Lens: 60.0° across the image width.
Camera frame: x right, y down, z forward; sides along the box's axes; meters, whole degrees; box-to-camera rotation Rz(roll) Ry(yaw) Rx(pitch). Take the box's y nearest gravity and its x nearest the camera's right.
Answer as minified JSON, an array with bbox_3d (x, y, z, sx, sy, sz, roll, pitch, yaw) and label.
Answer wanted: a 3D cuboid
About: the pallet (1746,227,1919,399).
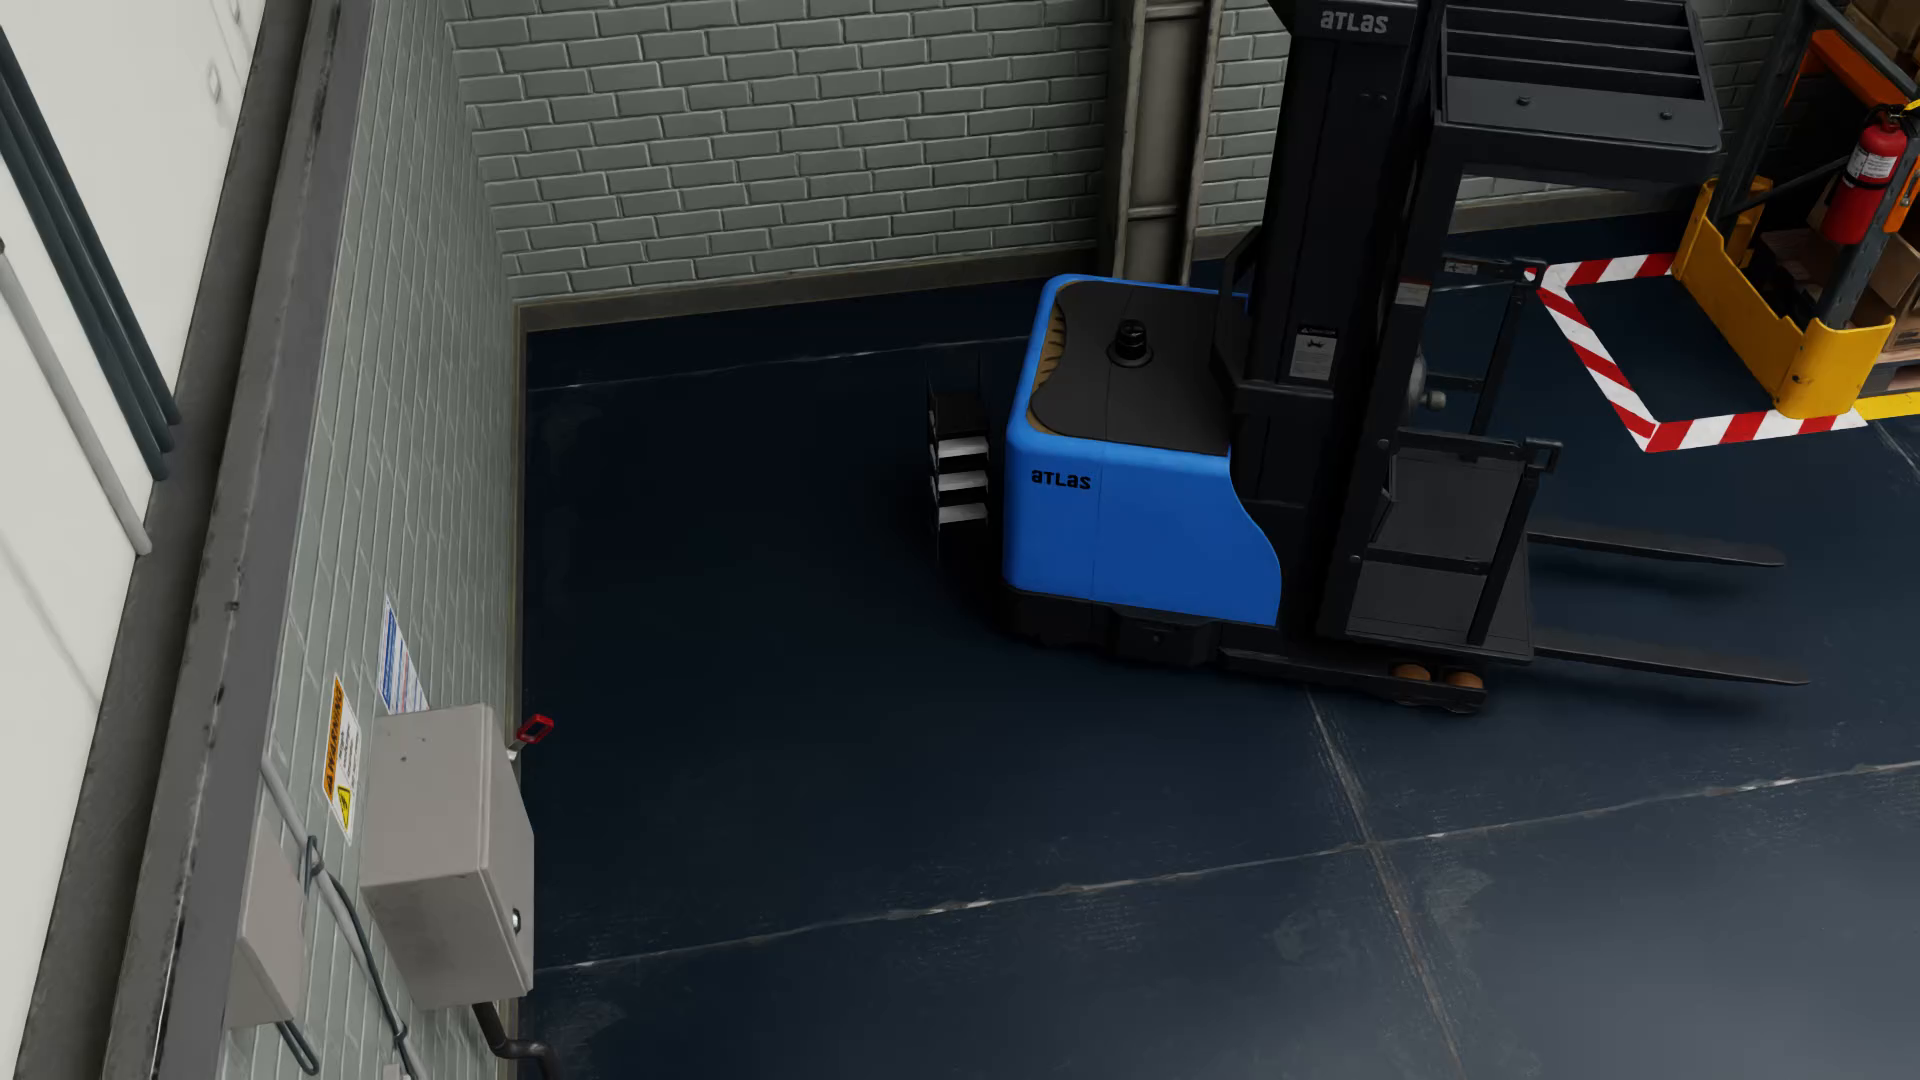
[{"bbox_3d":[4.559,-1.141,7.896,1.213,0.211,1.003,-7,46,-7],"label":"pallet"}]

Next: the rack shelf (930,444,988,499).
[{"bbox_3d":[-0.008,-0.288,6.642,0.200,0.077,0.258,-7,46,-7],"label":"rack shelf"}]

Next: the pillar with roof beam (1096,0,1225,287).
[{"bbox_3d":[1.622,-1.336,1.981,0.400,9.000,9.100,-7,46,-7],"label":"pillar with roof beam"}]

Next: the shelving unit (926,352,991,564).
[{"bbox_3d":[-0.008,-0.311,6.618,0.210,0.900,0.258,-7,46,-7],"label":"shelving unit"}]

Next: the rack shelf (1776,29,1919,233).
[{"bbox_3d":[5.670,-1.996,7.283,4.000,0.370,1.077,-7,46,-7],"label":"rack shelf"}]

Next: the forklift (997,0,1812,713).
[{"bbox_3d":[1.716,-0.779,5.658,3.031,2.935,1.130,8,47,8],"label":"forklift"}]

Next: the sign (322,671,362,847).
[{"bbox_3d":[-1.412,0.500,3.805,0.001,0.242,0.339,-7,46,-7],"label":"sign"}]

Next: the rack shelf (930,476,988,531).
[{"bbox_3d":[-0.008,-0.163,6.772,0.200,0.077,0.258,-7,46,-7],"label":"rack shelf"}]

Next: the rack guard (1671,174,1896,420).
[{"bbox_3d":[3.774,-1.143,7.697,0.348,0.500,1.175,-7,46,-7],"label":"rack guard"}]

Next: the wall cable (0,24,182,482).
[{"bbox_3d":[-1.571,-2.190,2.779,0.133,3.039,2.988,-7,46,-7],"label":"wall cable"}]

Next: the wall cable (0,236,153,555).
[{"bbox_3d":[-1.134,-0.196,0.883,0.029,3.000,2.355,-7,46,-7],"label":"wall cable"}]

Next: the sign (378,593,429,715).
[{"bbox_3d":[-1.506,0.430,4.512,0.001,0.494,0.329,-7,46,-7],"label":"sign"}]

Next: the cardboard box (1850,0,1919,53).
[{"bbox_3d":[4.107,-2.296,6.970,0.500,0.250,0.500,-6,46,-6],"label":"cardboard box"}]

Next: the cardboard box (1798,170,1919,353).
[{"bbox_3d":[4.318,-1.288,7.543,0.637,0.503,0.797,-9,47,-8],"label":"cardboard box"}]

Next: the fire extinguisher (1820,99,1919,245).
[{"bbox_3d":[3.633,-1.498,6.616,0.183,0.674,0.296,-7,46,-7],"label":"fire extinguisher"}]

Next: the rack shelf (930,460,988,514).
[{"bbox_3d":[-0.008,-0.226,6.707,0.200,0.077,0.258,-7,46,-7],"label":"rack shelf"}]

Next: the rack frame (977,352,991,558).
[{"bbox_3d":[0.092,-0.324,6.630,0.006,0.900,0.240,-7,46,-7],"label":"rack frame"}]

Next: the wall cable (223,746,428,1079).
[{"bbox_3d":[-1.257,0.873,3.314,0.122,1.984,0.588,-7,46,-7],"label":"wall cable"}]

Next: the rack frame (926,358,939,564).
[{"bbox_3d":[-0.108,-0.299,6.606,0.006,0.900,0.240,-7,46,-7],"label":"rack frame"}]

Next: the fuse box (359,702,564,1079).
[{"bbox_3d":[-1.218,1.169,4.629,0.414,1.711,0.539,-7,46,-7],"label":"fuse box"}]

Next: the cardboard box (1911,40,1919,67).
[{"bbox_3d":[4.192,-1.916,6.604,0.500,0.250,0.500,-7,46,-7],"label":"cardboard box"}]

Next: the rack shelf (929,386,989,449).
[{"bbox_3d":[-0.008,-0.475,6.448,0.200,0.077,0.258,-7,46,-7],"label":"rack shelf"}]

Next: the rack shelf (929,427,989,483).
[{"bbox_3d":[-0.008,-0.351,6.577,0.200,0.077,0.258,-7,46,-7],"label":"rack shelf"}]

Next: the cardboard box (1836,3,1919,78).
[{"bbox_3d":[3.980,-2.144,7.101,0.250,0.149,0.380,-8,47,-7],"label":"cardboard box"}]

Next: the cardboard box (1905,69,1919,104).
[{"bbox_3d":[4.070,-1.759,6.729,0.250,0.149,0.380,-7,47,-7],"label":"cardboard box"}]

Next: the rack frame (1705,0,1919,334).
[{"bbox_3d":[3.699,-2.000,6.788,0.127,3.000,1.000,-7,46,-7],"label":"rack frame"}]

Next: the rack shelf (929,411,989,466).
[{"bbox_3d":[-0.008,-0.413,6.513,0.200,0.077,0.258,-7,46,-7],"label":"rack shelf"}]
